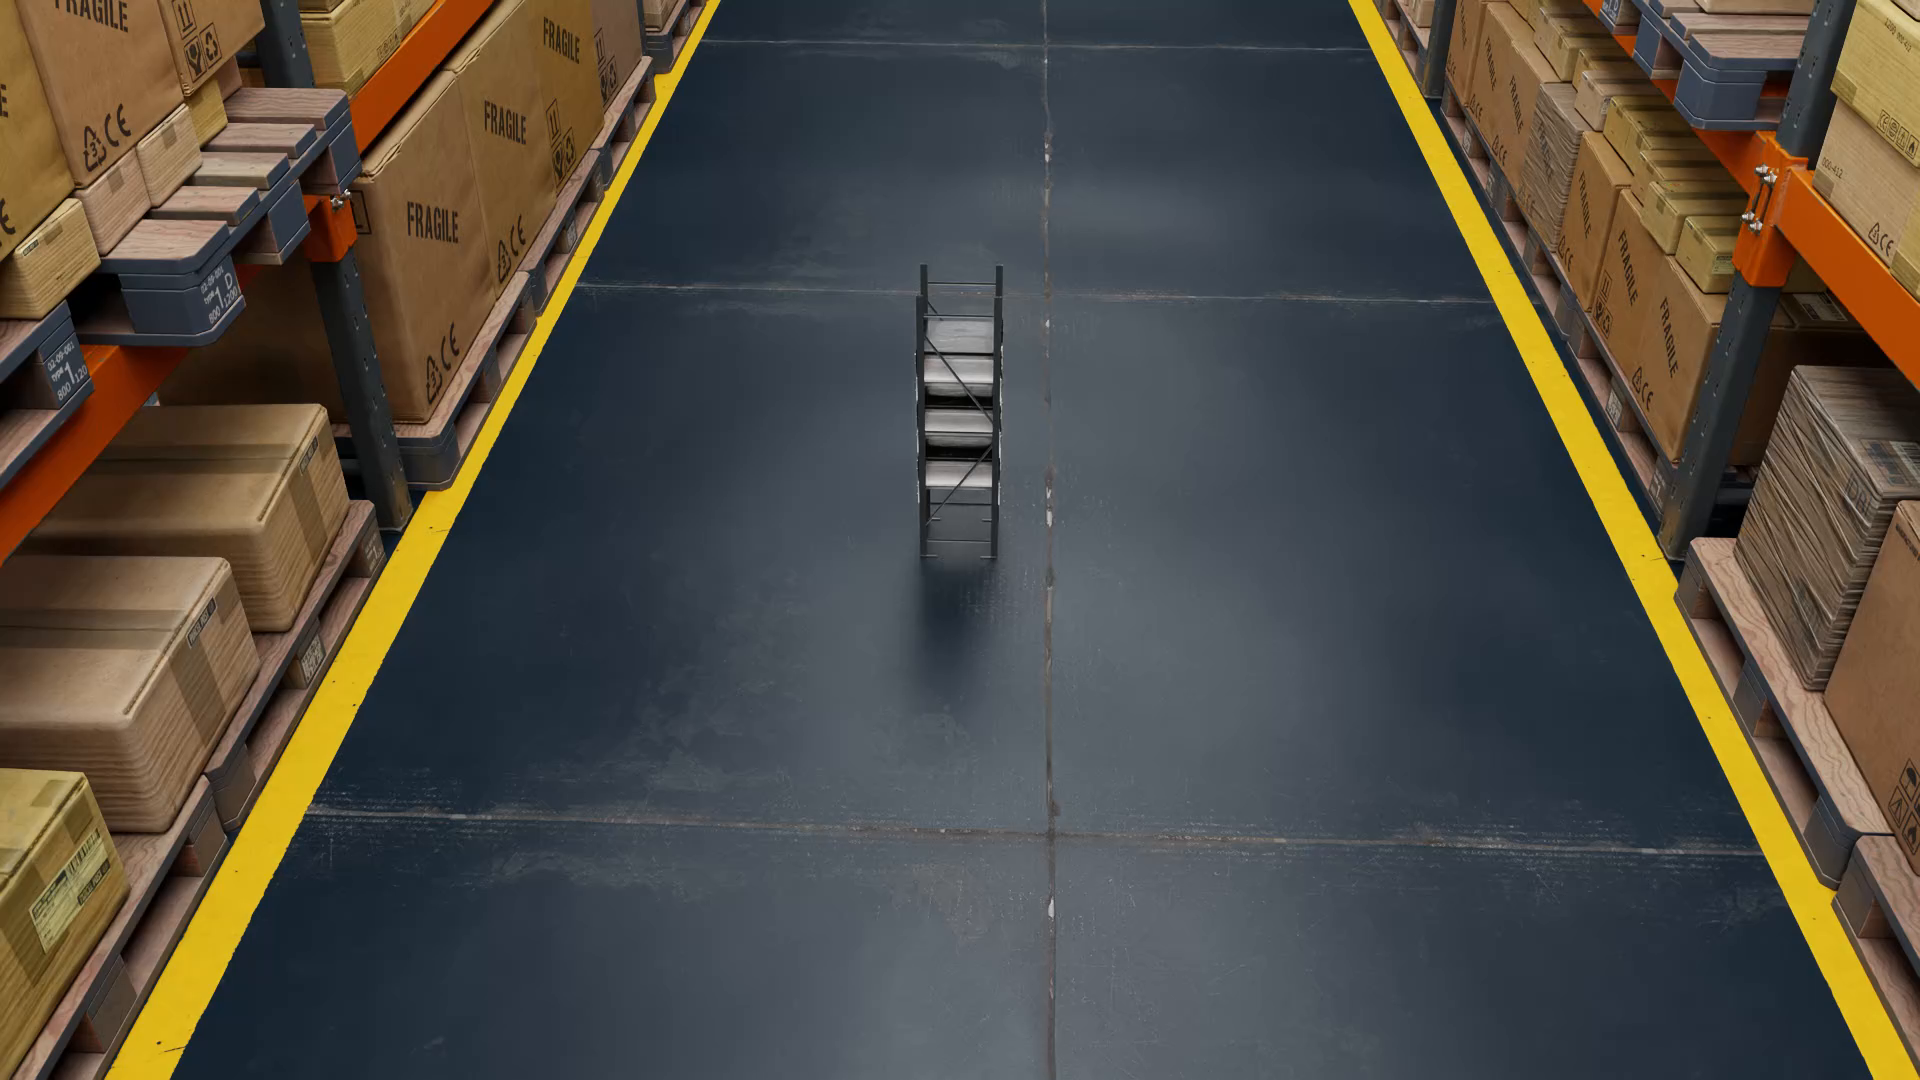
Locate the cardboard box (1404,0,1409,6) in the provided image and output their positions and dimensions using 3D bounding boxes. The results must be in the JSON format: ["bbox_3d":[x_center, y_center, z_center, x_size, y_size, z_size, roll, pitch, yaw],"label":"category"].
[{"bbox_3d":[2.597,-3.063,9.012,0.396,0.266,0.258,3,35,4],"label":"cardboard box"}]

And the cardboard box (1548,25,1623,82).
[{"bbox_3d":[2.584,-1.941,6.647,0.380,0.149,0.250,3,35,4],"label":"cardboard box"}]

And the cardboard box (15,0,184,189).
[{"bbox_3d":[-2.017,-1.062,3.441,0.500,0.500,0.500,1,35,1],"label":"cardboard box"}]

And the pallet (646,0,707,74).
[{"bbox_3d":[-1.997,-2.885,9.171,1.003,0.211,1.213,1,35,2],"label":"pallet"}]

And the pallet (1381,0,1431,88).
[{"bbox_3d":[2.882,-2.731,8.953,1.003,0.211,1.213,1,35,2],"label":"pallet"}]

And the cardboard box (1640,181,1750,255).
[{"bbox_3d":[2.440,-1.041,5.368,0.380,0.149,0.250,0,35,-1],"label":"cardboard box"}]

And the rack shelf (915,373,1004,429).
[{"bbox_3d":[0.000,-0.419,4.965,0.258,0.077,0.200,1,35,2],"label":"rack shelf"}]

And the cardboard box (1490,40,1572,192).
[{"bbox_3d":[2.574,-1.761,6.956,0.500,0.500,0.500,0,35,0],"label":"cardboard box"}]

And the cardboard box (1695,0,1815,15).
[{"bbox_3d":[2.336,-1.635,4.821,0.380,0.149,0.250,2,35,3],"label":"cardboard box"}]

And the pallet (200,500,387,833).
[{"bbox_3d":[-2.299,0.298,4.643,1.003,0.211,1.213,1,35,2],"label":"pallet"}]

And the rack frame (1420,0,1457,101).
[{"bbox_3d":[2.854,-3.478,7.590,1.000,3.000,0.127,1,35,2],"label":"rack frame"}]

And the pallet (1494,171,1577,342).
[{"bbox_3d":[2.813,-1.166,6.726,1.003,0.211,1.213,1,35,2],"label":"pallet"}]

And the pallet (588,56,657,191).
[{"bbox_3d":[-2.062,-2.004,7.918,1.003,0.211,1.213,1,35,2],"label":"pallet"}]

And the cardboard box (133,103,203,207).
[{"bbox_3d":[-1.948,-0.866,3.727,0.380,0.149,0.250,1,35,1],"label":"cardboard box"}]

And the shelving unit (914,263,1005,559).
[{"bbox_3d":[0.000,-0.373,4.998,0.258,0.900,0.210,1,35,2],"label":"shelving unit"}]

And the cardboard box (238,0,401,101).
[{"bbox_3d":[-1.996,-1.506,4.915,0.500,0.250,0.500,1,35,1],"label":"cardboard box"}]

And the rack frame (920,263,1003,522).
[{"bbox_3d":[0.004,-0.431,5.081,0.240,0.900,0.006,1,35,2],"label":"rack frame"}]

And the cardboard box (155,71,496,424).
[{"bbox_3d":[-2.156,-0.990,5.532,0.875,0.875,0.875,1,35,1],"label":"cardboard box"}]

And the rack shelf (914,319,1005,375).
[{"bbox_3d":[0.000,-0.566,4.862,0.258,0.077,0.200,1,35,2],"label":"rack shelf"}]

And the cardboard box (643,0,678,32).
[{"bbox_3d":[-1.973,-3.072,8.876,0.875,0.438,0.875,1,35,1],"label":"cardboard box"}]

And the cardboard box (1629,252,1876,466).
[{"bbox_3d":[2.495,-0.577,5.271,0.500,0.500,0.500,2,35,3],"label":"cardboard box"}]

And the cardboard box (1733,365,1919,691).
[{"bbox_3d":[2.654,-0.022,4.373,0.875,0.625,0.625,2,35,3],"label":"cardboard box"}]

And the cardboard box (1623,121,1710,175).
[{"bbox_3d":[2.551,-1.342,5.796,0.380,0.149,0.250,2,35,3],"label":"cardboard box"}]

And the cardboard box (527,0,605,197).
[{"bbox_3d":[-2.079,-2.016,6.992,0.875,0.875,0.875,2,35,3],"label":"cardboard box"}]

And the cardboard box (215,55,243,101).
[{"bbox_3d":[-2.045,-1.167,4.156,0.380,0.149,0.250,3,35,4],"label":"cardboard box"}]

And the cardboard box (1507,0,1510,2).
[{"bbox_3d":[2.640,-2.532,7.488,0.380,0.149,0.250,0,35,1],"label":"cardboard box"}]

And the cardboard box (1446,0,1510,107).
[{"bbox_3d":[2.610,-2.354,7.800,0.500,0.500,0.500,3,35,4],"label":"cardboard box"}]

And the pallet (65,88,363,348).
[{"bbox_3d":[-2.189,-0.802,3.949,1.213,0.211,1.003,1,35,2],"label":"pallet"}]

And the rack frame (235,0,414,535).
[{"bbox_3d":[-2.267,-1.292,4.480,1.000,3.000,0.127,1,35,2],"label":"rack frame"}]

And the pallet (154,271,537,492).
[{"bbox_3d":[-2.160,-0.603,5.924,1.003,0.211,1.213,1,35,2],"label":"pallet"}]

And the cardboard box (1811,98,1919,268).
[{"bbox_3d":[2.431,-0.869,4.008,0.500,0.250,0.500,1,35,2],"label":"cardboard box"}]

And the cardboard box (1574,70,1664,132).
[{"bbox_3d":[2.541,-1.645,6.227,0.380,0.149,0.250,0,35,0],"label":"cardboard box"}]

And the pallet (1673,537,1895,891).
[{"bbox_3d":[2.621,0.433,4.450,1.003,0.211,1.213,1,35,2],"label":"pallet"}]

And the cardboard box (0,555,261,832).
[{"bbox_3d":[-2.321,0.360,4.050,0.950,0.372,0.625,1,35,1],"label":"cardboard box"}]

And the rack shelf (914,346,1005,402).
[{"bbox_3d":[0.000,-0.493,4.914,0.258,0.077,0.200,1,35,2],"label":"rack shelf"}]

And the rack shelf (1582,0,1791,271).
[{"bbox_3d":[2.774,-2.034,6.162,1.077,0.370,4.000,1,35,2],"label":"rack shelf"}]

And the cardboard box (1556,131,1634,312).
[{"bbox_3d":[2.544,-1.165,6.107,0.500,0.500,0.500,3,35,4],"label":"cardboard box"}]

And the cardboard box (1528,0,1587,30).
[{"bbox_3d":[2.643,-2.226,7.053,0.380,0.149,0.250,1,35,1],"label":"cardboard box"}]

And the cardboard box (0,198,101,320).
[{"bbox_3d":[-1.964,-0.563,3.296,0.380,0.149,0.250,2,35,3],"label":"cardboard box"}]

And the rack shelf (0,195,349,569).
[{"bbox_3d":[-2.347,0.151,3.052,1.077,0.370,4.000,1,35,2],"label":"rack shelf"}]

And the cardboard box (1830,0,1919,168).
[{"bbox_3d":[2.406,-1.074,3.865,0.500,0.250,0.500,1,35,2],"label":"cardboard box"}]
